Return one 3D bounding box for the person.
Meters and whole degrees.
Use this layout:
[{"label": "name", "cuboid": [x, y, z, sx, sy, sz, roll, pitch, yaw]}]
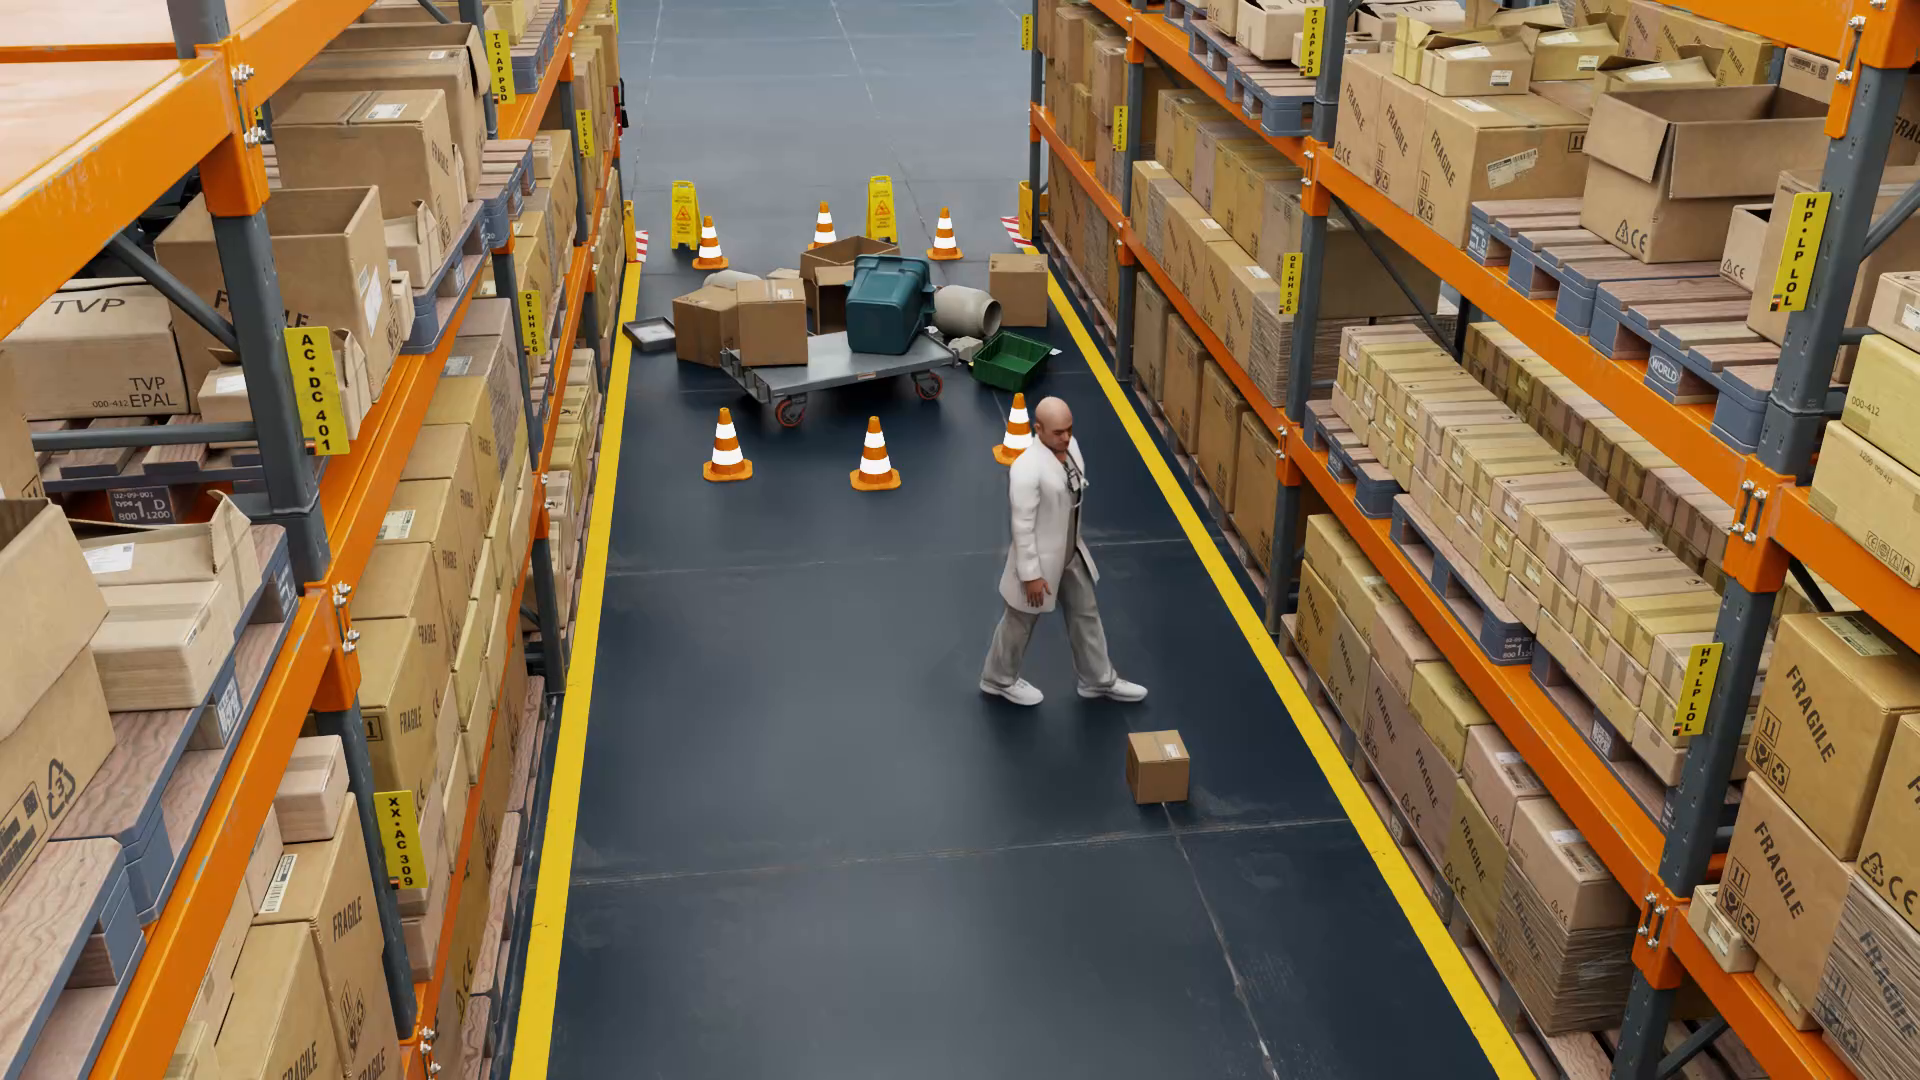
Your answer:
[{"label": "person", "cuboid": [0.496, 0.085, 8.432, 0.827, 1.754, 0.634, 16, 31, 29]}]
